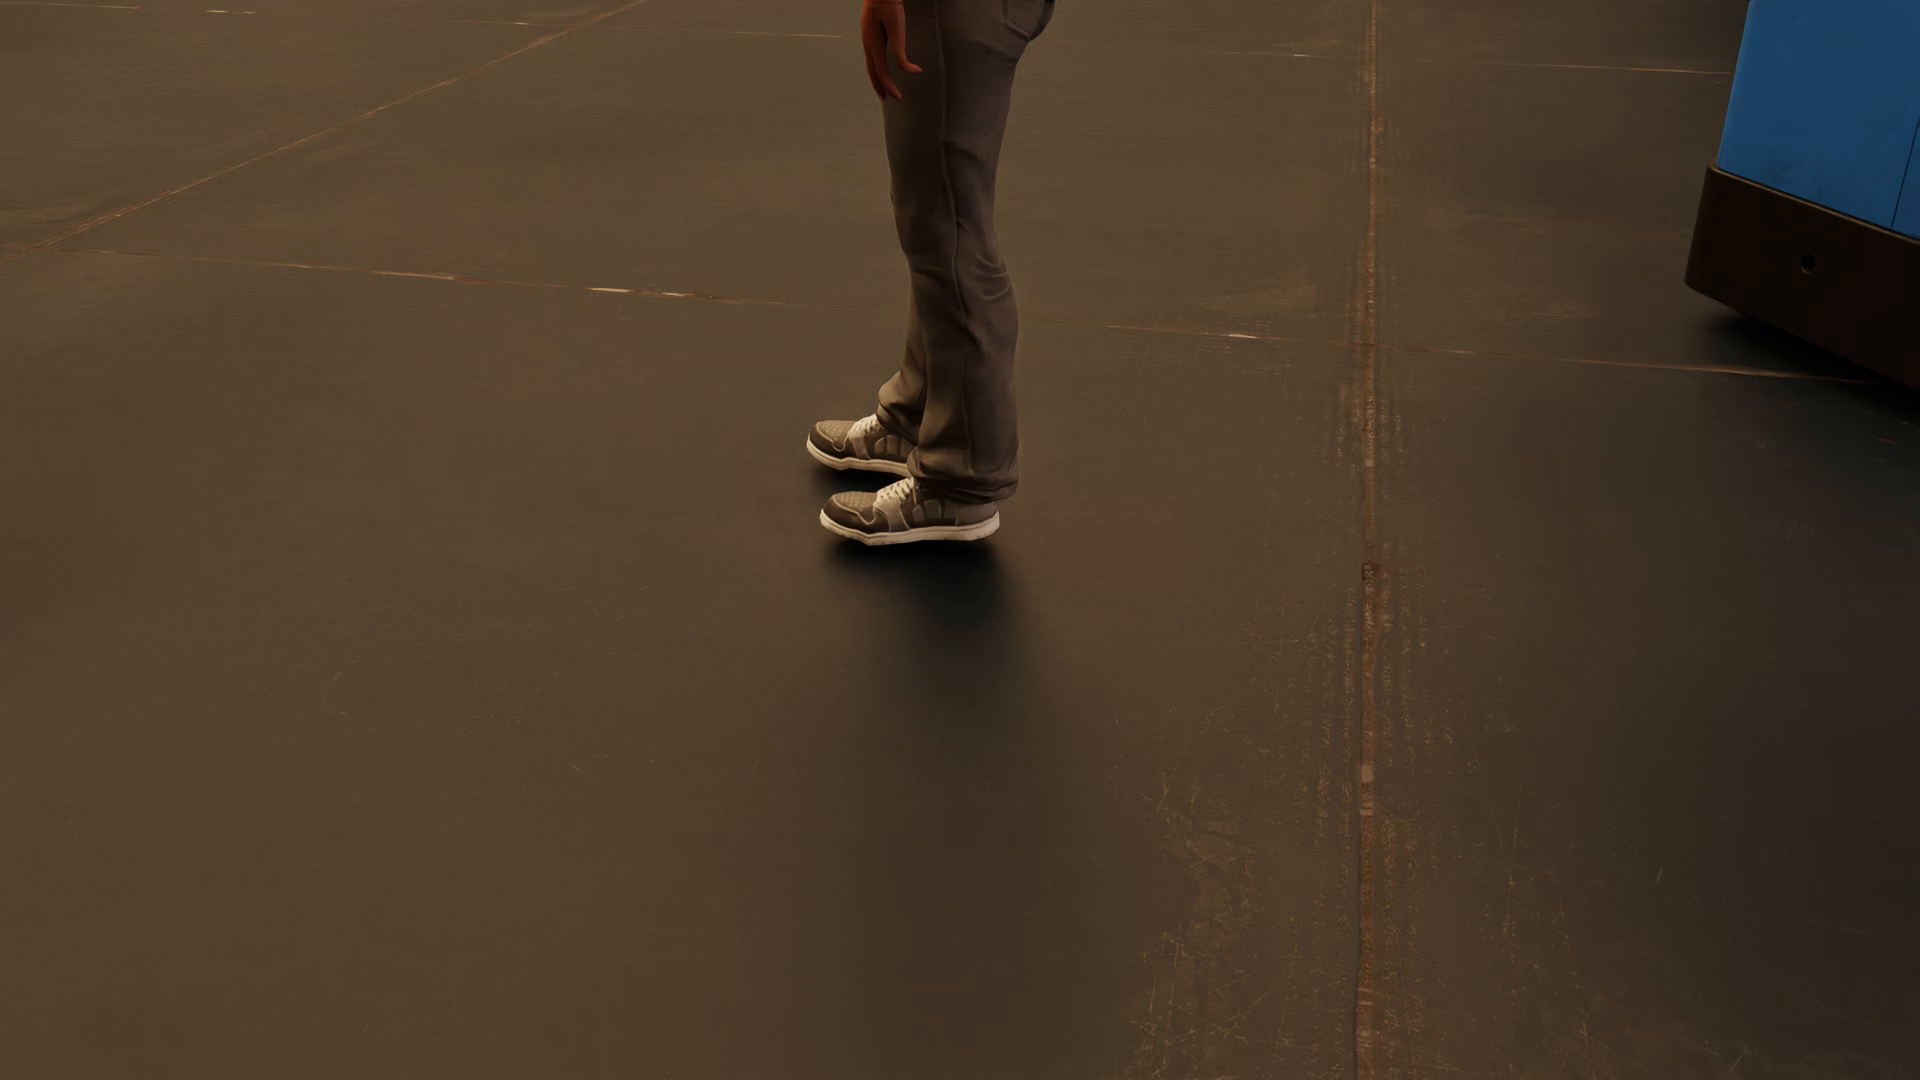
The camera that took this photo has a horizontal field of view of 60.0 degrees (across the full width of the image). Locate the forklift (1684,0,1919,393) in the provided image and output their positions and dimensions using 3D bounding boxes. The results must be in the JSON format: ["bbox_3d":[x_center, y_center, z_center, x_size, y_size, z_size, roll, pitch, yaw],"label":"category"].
[{"bbox_3d":[3.043,-1.757,2.728,3.031,2.935,1.130,-8,28,-15],"label":"forklift"}]

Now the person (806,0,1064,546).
[{"bbox_3d":[-0.070,-0.733,2.164,0.473,1.599,0.521,6,27,11],"label":"person"}]
